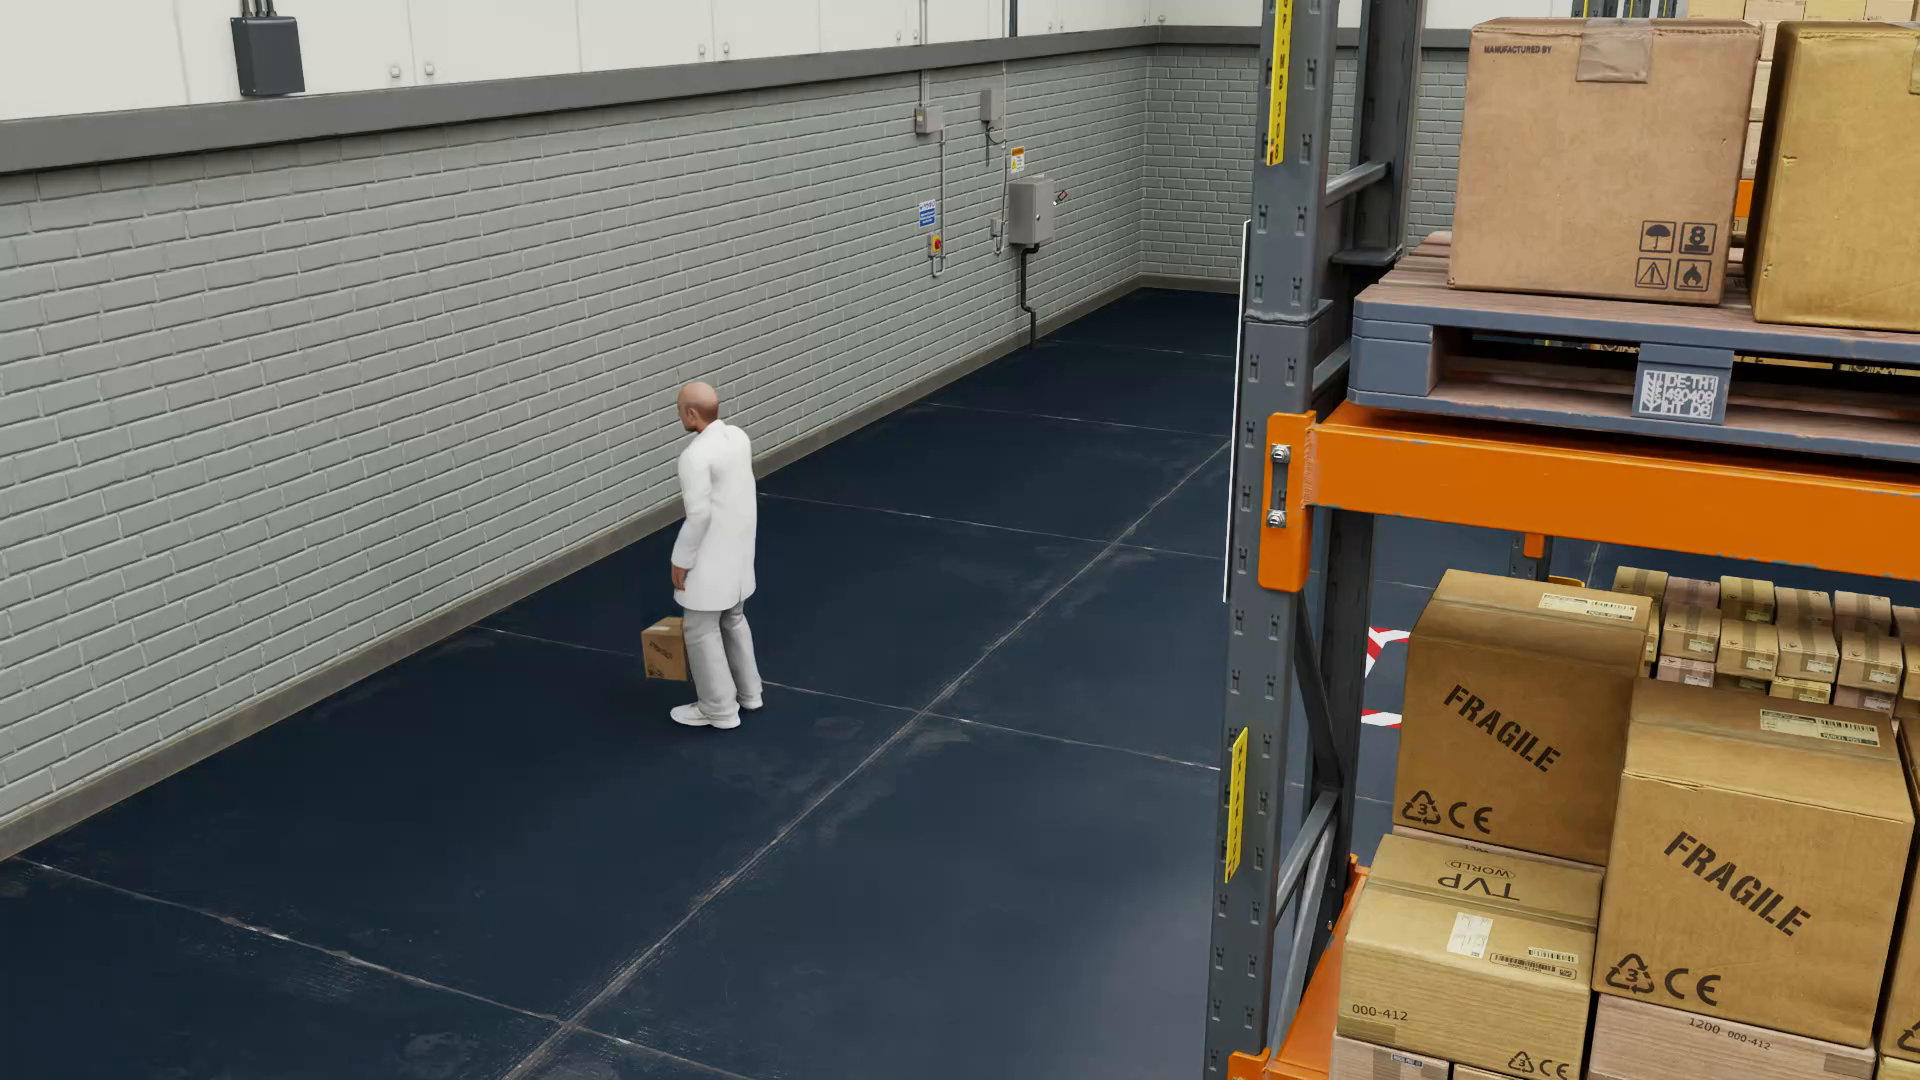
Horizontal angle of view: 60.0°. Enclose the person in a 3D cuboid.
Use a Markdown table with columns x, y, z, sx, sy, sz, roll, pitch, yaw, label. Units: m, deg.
| x | y | z | sx | sy | sz | roll | pitch | yaw | label |
| --- | --- | --- | --- | --- | --- | --- | --- | --- | --- |
| -1.242 | 0.071 | 8.377 | 0.425 | 1.776 | 0.601 | 8 | 20 | 21 | person |
